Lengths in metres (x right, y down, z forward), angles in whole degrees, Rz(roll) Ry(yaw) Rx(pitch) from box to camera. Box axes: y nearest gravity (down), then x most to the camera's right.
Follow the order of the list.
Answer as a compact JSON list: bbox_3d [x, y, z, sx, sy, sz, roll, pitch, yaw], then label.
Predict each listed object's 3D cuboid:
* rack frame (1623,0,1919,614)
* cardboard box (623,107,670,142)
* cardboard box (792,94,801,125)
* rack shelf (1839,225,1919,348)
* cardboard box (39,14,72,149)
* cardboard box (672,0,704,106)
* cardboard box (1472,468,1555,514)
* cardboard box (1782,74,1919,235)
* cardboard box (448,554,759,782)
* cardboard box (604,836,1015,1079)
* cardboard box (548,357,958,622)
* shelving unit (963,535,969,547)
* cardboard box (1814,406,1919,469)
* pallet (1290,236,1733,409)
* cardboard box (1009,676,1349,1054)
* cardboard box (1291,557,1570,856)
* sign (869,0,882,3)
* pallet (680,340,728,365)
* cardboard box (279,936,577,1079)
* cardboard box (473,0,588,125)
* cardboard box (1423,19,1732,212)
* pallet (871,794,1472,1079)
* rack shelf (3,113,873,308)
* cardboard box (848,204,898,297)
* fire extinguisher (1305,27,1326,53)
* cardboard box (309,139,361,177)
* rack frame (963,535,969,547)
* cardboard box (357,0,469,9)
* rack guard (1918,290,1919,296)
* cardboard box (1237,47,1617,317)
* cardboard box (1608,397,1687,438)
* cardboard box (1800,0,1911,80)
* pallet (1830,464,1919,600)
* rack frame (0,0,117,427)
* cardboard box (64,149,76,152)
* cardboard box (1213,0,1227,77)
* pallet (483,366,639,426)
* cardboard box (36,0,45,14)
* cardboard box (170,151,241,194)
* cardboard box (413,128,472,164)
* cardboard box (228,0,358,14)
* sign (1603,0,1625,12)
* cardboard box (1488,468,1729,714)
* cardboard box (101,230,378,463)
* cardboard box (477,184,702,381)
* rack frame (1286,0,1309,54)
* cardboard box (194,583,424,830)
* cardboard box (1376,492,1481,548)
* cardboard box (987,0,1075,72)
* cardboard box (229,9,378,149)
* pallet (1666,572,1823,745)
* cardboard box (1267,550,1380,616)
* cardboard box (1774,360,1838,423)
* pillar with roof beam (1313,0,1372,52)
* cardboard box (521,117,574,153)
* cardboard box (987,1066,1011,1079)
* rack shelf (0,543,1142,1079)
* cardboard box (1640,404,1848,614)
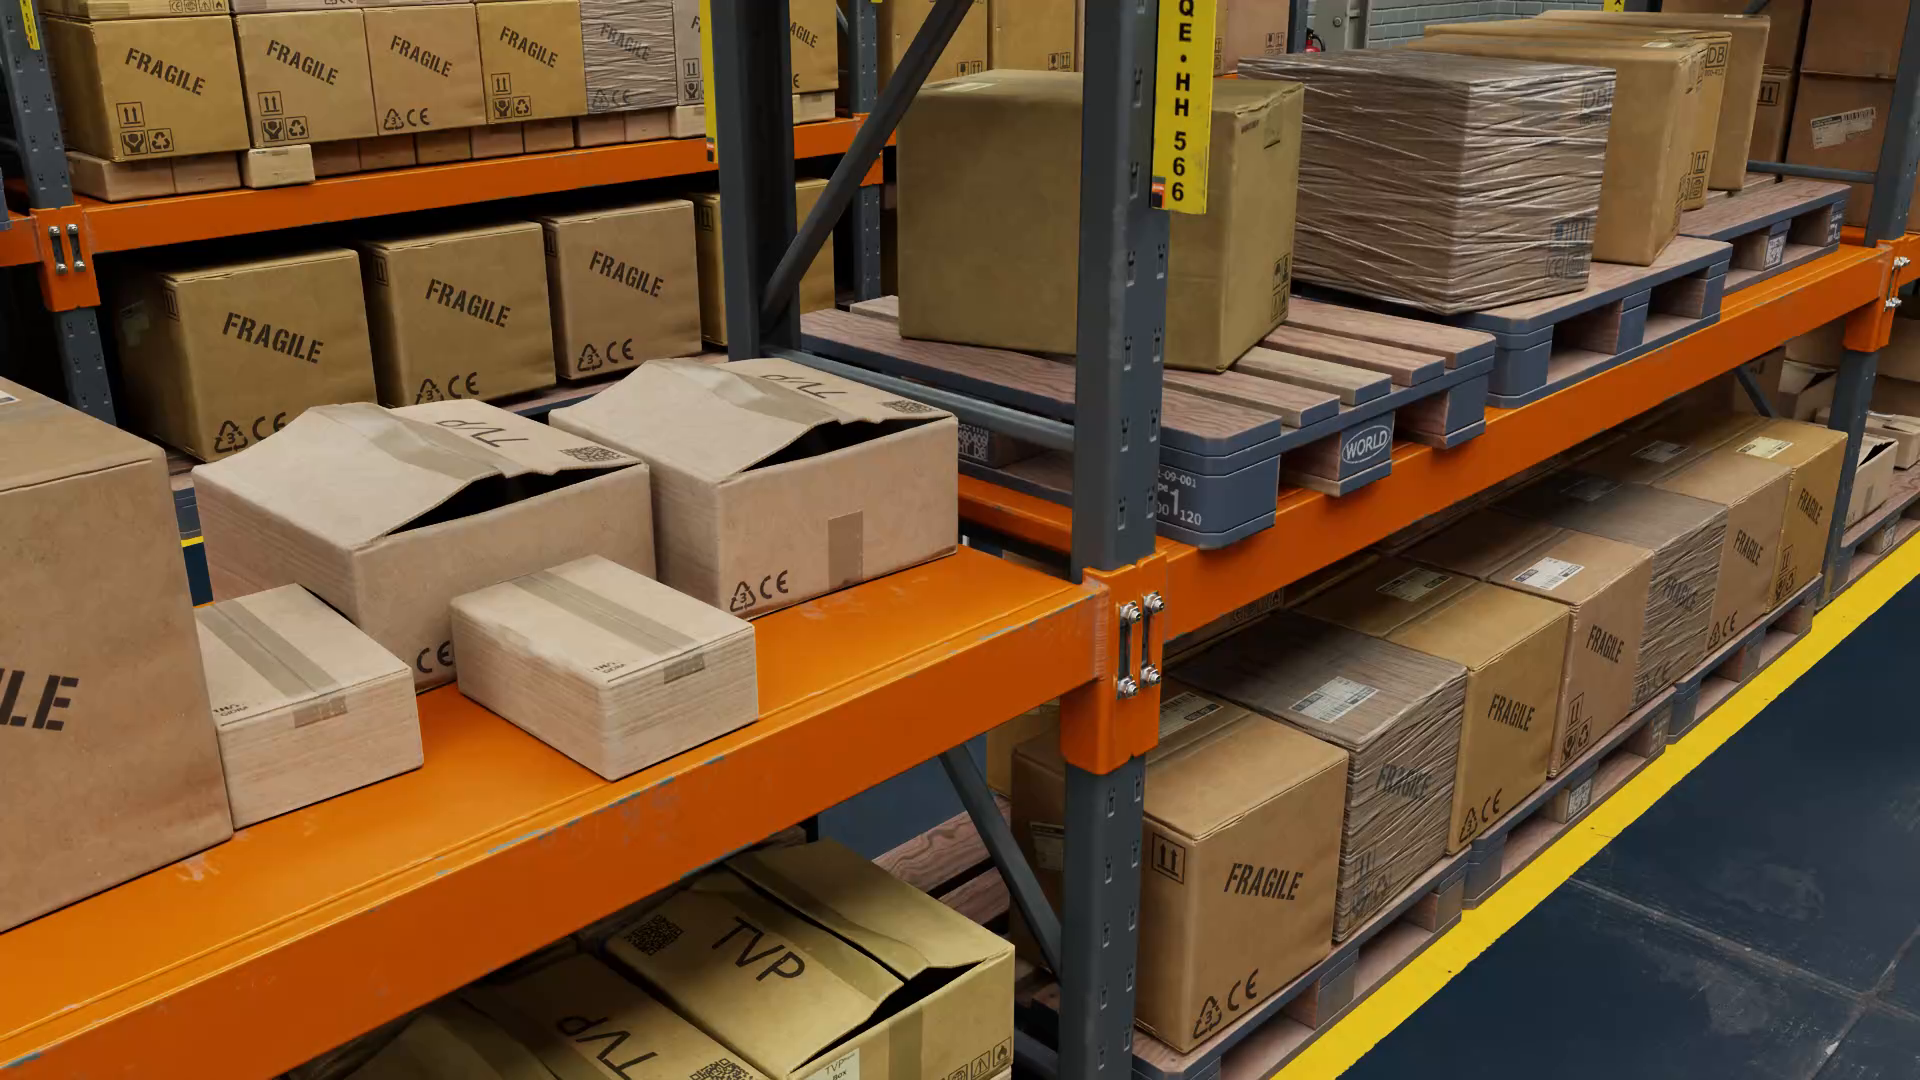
[{"bbox_3d":[2.724,-1.280,5.723,1.000,3.000,0.127,19,28,41],"label":"rack frame"},{"bbox_3d":[-1.594,-1.998,7.914,0.380,0.149,0.250,19,28,41],"label":"cardboard box"},{"bbox_3d":[-1.020,-2.182,8.393,0.250,0.149,0.380,-20,28,-41],"label":"cardboard box"},{"bbox_3d":[4.119,-1.458,7.190,1.077,0.370,4.000,19,28,41],"label":"rack shelf"},{"bbox_3d":[-3.478,-1.873,6.684,0.500,0.500,0.500,19,28,41],"label":"cardboard box"},{"bbox_3d":[-1.319,-2.398,8.051,0.500,0.500,0.500,20,28,41],"label":"cardboard box"},{"bbox_3d":[1.493,0.012,5.234,0.500,0.500,0.500,20,29,41],"label":"cardboard box"},{"bbox_3d":[3.274,-1.389,5.868,0.500,0.500,0.500,-19,28,-41],"label":"cardboard box"},{"bbox_3d":[-0.496,0.166,2.311,0.380,0.149,0.250,19,28,41],"label":"cardboard box"},{"bbox_3d":[-0.256,0.771,2.854,0.500,0.311,0.500,-19,28,-41],"label":"cardboard box"},{"bbox_3d":[-0.352,-0.127,2.849,0.500,0.311,0.500,-18,27,-39],"label":"cardboard box"},{"bbox_3d":[0.115,-0.603,6.470,0.258,1.200,0.503,19,28,41],"label":"shelving unit"},{"bbox_3d":[3.768,-0.441,6.877,0.380,0.166,0.250,19,28,41],"label":"cardboard box"},{"bbox_3d":[1.286,-0.663,4.386,1.003,0.211,1.213,19,28,41],"label":"pallet"},{"bbox_3d":[0.455,0.665,3.536,0.500,0.500,0.500,-19,28,-40],"label":"cardboard box"},{"bbox_3d":[1.170,0.401,4.222,0.500,0.500,0.500,19,28,40],"label":"cardboard box"},{"bbox_3d":[-0.433,-2.889,8.406,0.100,0.325,0.005,19,28,41],"label":"sign"},{"bbox_3d":[-1.313,-1.000,8.881,1.003,0.211,1.213,19,28,41],"label":"pallet"},{"bbox_3d":[-1.003,0.773,2.849,0.500,0.311,0.500,18,28,39],"label":"cardboard box"},{"bbox_3d":[-2.020,-2.141,7.383,0.500,0.500,0.500,-19,28,-41],"label":"cardboard box"},{"bbox_3d":[1.799,-1.264,4.957,0.500,0.500,0.700,-15,26,-34],"label":"cardboard box"},{"bbox_3d":[0.481,0.868,4.023,1.003,0.211,1.213,19,28,41],"label":"pallet"},{"bbox_3d":[-2.224,-1.669,7.738,1.077,0.370,4.000,19,28,41],"label":"rack shelf"},{"bbox_3d":[-0.233,-1.714,9.753,0.700,0.500,0.500,20,29,41],"label":"cardboard box"},{"bbox_3d":[2.398,-3.260,11.502,0.296,0.674,0.183,19,28,41],"label":"fire extinguisher"},{"bbox_3d":[-2.708,-1.614,6.916,0.380,0.149,0.250,19,28,40],"label":"cardboard box"},{"bbox_3d":[-0.055,-0.540,6.307,0.240,1.200,0.015,19,28,41],"label":"rack frame"},{"bbox_3d":[-2.397,-2.355,6.894,0.500,0.250,0.500,20,28,41],"label":"cardboard box"},{"bbox_3d":[5.461,-1.122,8.796,1.175,0.500,0.348,19,28,41],"label":"rack guard"},{"bbox_3d":[1.067,-0.872,3.936,0.500,0.500,0.700,-14,25,-32],"label":"cardboard box"},{"bbox_3d":[2.211,-0.255,5.928,0.500,0.500,0.500,18,27,38],"label":"cardboard box"},{"bbox_3d":[3.254,-1.844,5.658,0.500,0.500,0.500,-19,28,-41],"label":"cardboard box"},{"bbox_3d":[3.203,-0.154,6.682,1.003,0.211,1.213,19,28,41],"label":"pallet"},{"bbox_3d":[-3.619,-1.490,6.271,1.000,3.000,0.127,19,28,41],"label":"rack frame"},{"bbox_3d":[-3.575,-1.530,6.697,0.250,0.149,0.380,-20,28,-41],"label":"cardboard box"},{"bbox_3d":[1.114,-3.363,10.726,0.980,0.700,0.700,19,28,40],"label":"cardboard box"},{"bbox_3d":[-2.164,-0.685,8.061,1.003,0.211,1.213,19,28,41],"label":"pallet"},{"bbox_3d":[-3.488,-2.217,6.534,0.500,0.250,0.500,-19,28,-41],"label":"cardboard box"},{"bbox_3d":[-3.041,-1.472,6.545,0.250,0.149,0.380,-20,29,-41],"label":"cardboard box"},{"bbox_3d":[-2.345,-1.747,7.260,0.250,0.149,0.380,-20,28,-41],"label":"cardboard box"},{"bbox_3d":[-2.743,-2.226,6.557,0.500,0.250,0.500,19,28,40],"label":"cardboard box"},{"bbox_3d":[2.329,-1.818,5.916,0.100,0.325,0.005,19,28,41],"label":"sign"},{"bbox_3d":[1.884,0.134,4.916,0.500,0.500,0.500,20,29,41],"label":"cardboard box"},{"bbox_3d":[-3.012,-0.839,6.988,0.750,0.750,0.750,19,28,40],"label":"cardboard box"},{"bbox_3d":[-1.807,-1.282,8.141,0.750,0.750,0.750,-19,28,-40],"label":"cardboard box"},{"bbox_3d":[1.962,-3.547,11.621,1.000,3.000,0.127,19,28,41],"label":"rack frame"},{"bbox_3d":[-0.916,0.208,2.203,0.250,0.149,0.380,-18,27,-38],"label":"cardboard box"},{"bbox_3d":[1.164,-0.219,4.788,0.500,0.250,0.500,19,28,40],"label":"cardboard box"},{"bbox_3d":[0.075,-2.980,9.729,0.980,0.700,0.700,18,28,39],"label":"cardboard box"},{"bbox_3d":[-2.724,-1.878,6.698,0.500,0.500,0.500,-19,28,-40],"label":"cardboard box"},{"bbox_3d":[2.183,0.241,5.655,1.003,0.211,1.213,19,28,41],"label":"pallet"},{"bbox_3d":[0.779,0.278,4.542,0.500,0.500,0.500,18,27,39],"label":"cardboard box"},{"bbox_3d":[3.441,-0.640,7.194,0.500,0.311,0.500,19,28,41],"label":"cardboard box"},{"bbox_3d":[6.310,-6.180,10.111,9.100,9.000,0.400,19,28,41],"label":"pillar with roof beam"},{"bbox_3d":[-1.973,-1.872,7.586,0.250,0.149,0.380,-19,28,-40],"label":"cardboard box"},{"bbox_3d":[-0.259,1.032,2.955,0.500,0.250,0.500,-19,28,-41],"label":"cardboard box"},{"bbox_3d":[-1.462,0.598,1.839,1.077,0.370,4.000,19,28,41],"label":"rack shelf"},{"bbox_3d":[2.585,-0.120,5.576,0.500,0.500,0.500,19,28,40],"label":"cardboard box"}]
